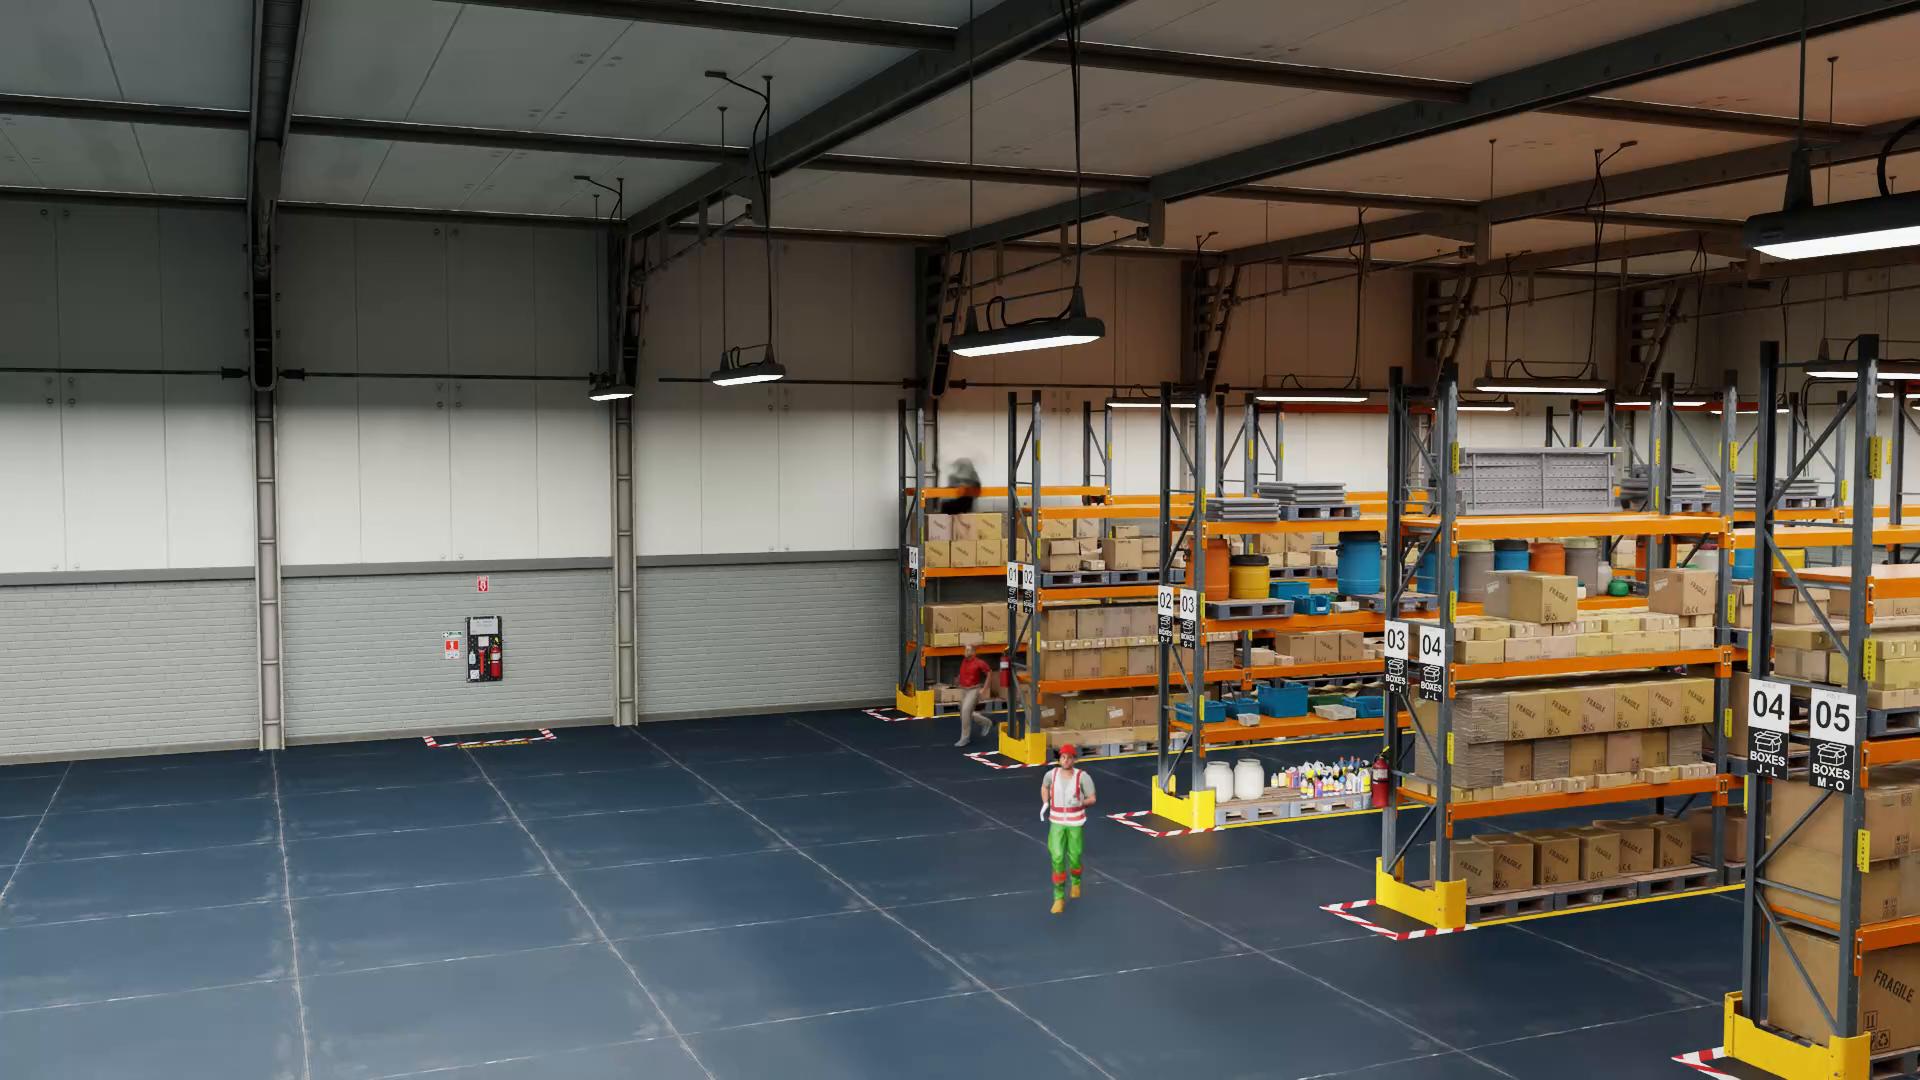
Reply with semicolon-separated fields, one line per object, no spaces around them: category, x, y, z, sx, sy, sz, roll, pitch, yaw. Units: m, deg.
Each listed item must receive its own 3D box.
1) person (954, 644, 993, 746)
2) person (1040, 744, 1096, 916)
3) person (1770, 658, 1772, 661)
person;0.223;2.649;28.592;0.849;1.737;0.701;-2;4;-35
person;1.194;3.176;18.499;0.640;1.824;0.813;1;3;12
person;15.603;2.489;31.508;0.467;1.553;0.611;-3;4;-38
